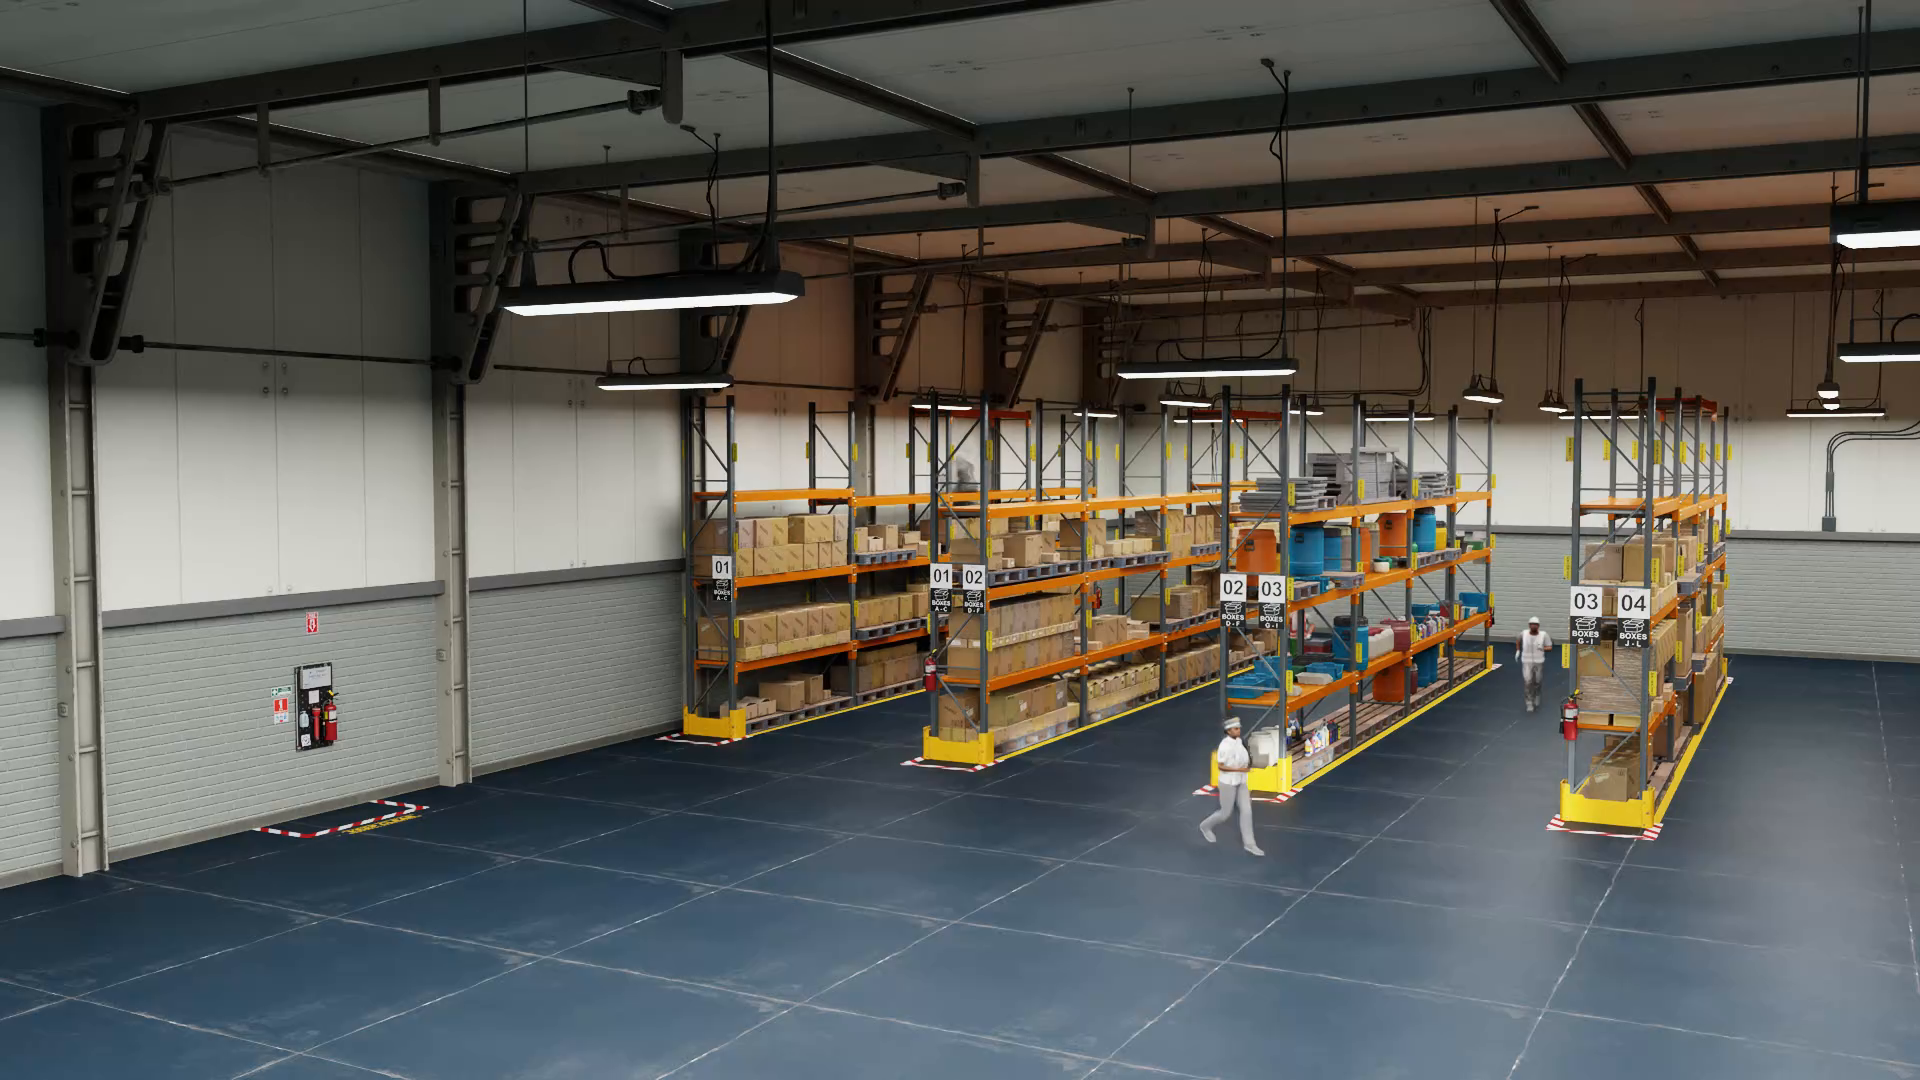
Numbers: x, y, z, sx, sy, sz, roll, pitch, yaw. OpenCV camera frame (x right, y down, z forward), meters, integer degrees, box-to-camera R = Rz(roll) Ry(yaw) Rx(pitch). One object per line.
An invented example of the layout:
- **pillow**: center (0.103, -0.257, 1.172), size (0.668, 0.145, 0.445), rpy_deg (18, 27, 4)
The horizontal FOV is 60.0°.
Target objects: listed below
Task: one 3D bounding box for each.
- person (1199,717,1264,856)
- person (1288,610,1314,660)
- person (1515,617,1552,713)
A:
- **person**: center (3.401, 3.044, 20.770), size (0.579, 1.698, 0.924), rpy_deg (-3, 4, -44)
- **person**: center (7.457, 2.192, 36.736), size (0.661, 1.746, 0.586), rpy_deg (1, 3, 25)
- **person**: center (11.118, 2.384, 32.231), size (0.674, 1.802, 0.957), rpy_deg (1, 3, 18)
